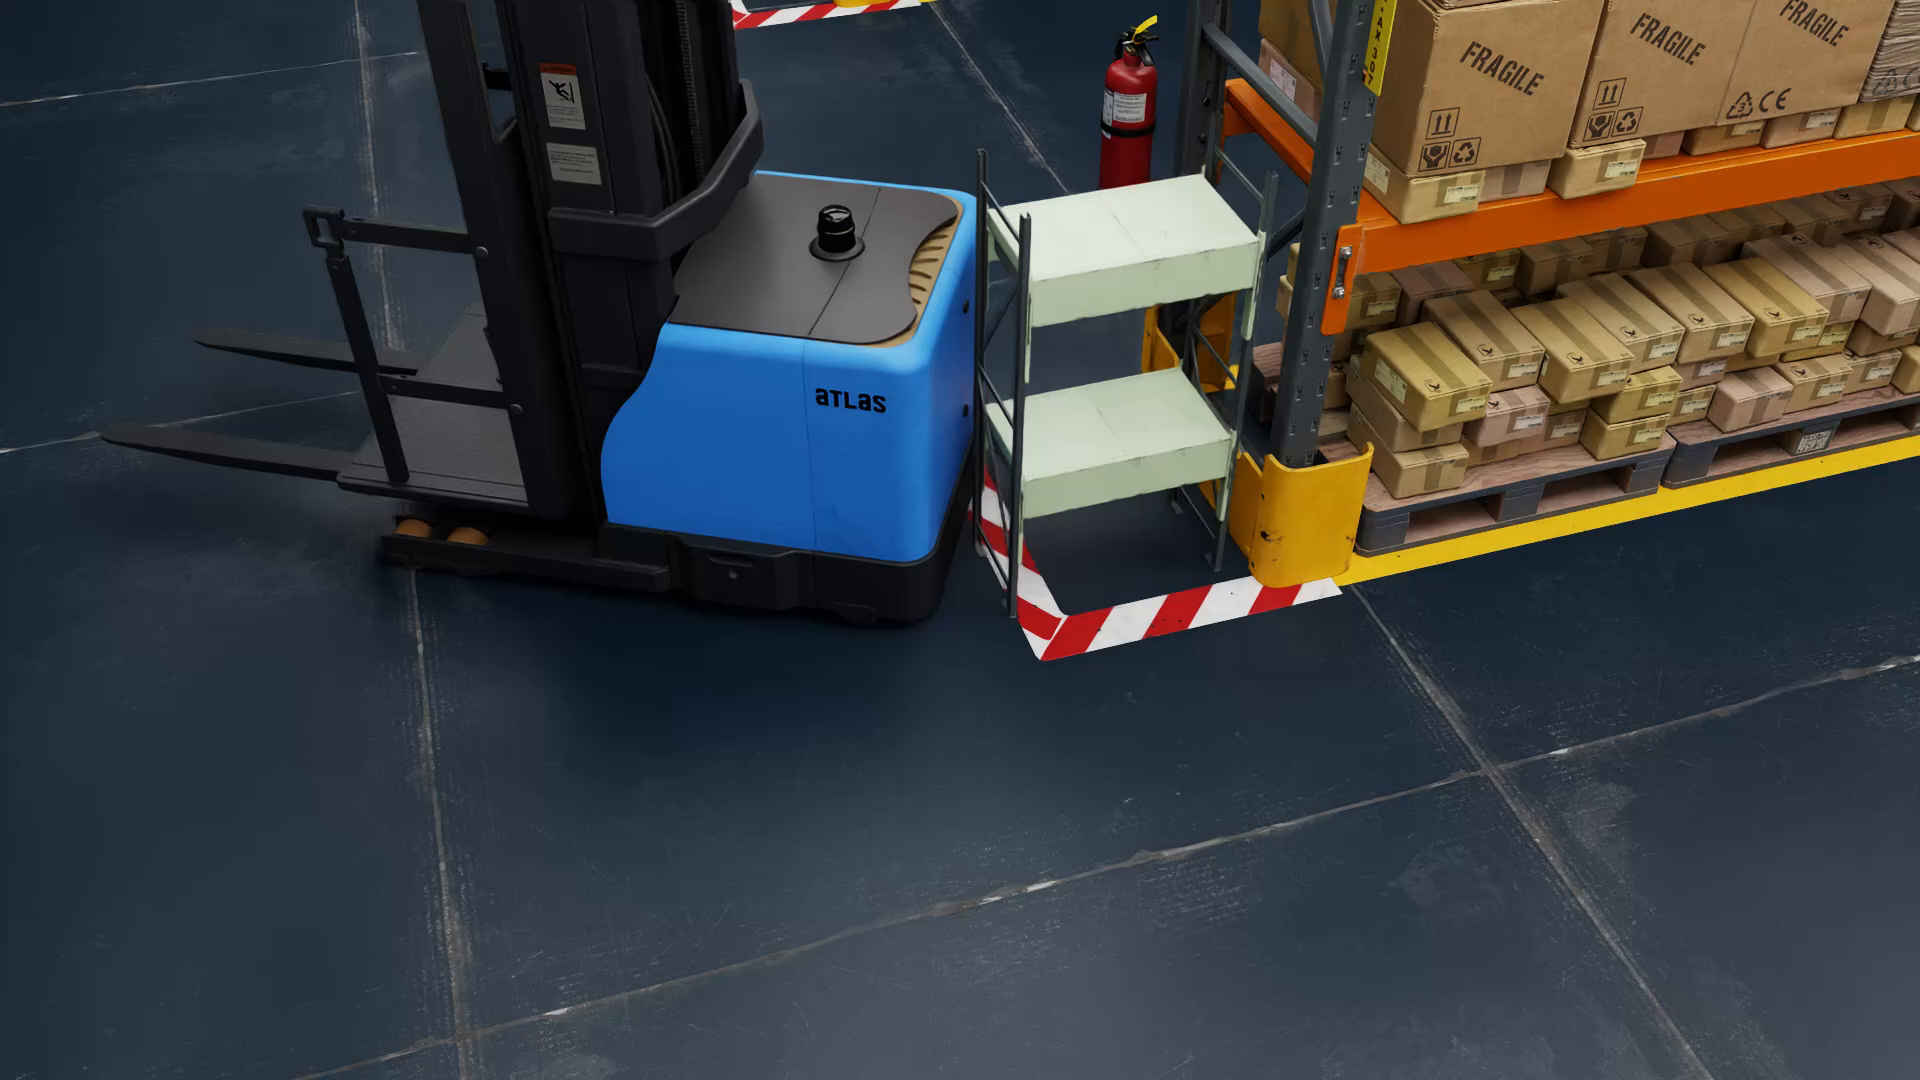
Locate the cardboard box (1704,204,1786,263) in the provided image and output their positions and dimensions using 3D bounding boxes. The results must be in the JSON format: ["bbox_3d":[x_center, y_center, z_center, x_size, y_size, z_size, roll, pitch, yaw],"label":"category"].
[{"bbox_3d":[2.858,-1.211,6.252,0.250,0.149,0.380,-11,42,-13],"label":"cardboard box"}]

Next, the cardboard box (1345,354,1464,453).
[{"bbox_3d":[1.508,-0.482,5.643,0.250,0.149,0.380,-10,42,-11],"label":"cardboard box"}]

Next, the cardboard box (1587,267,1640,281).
[{"bbox_3d":[2.334,-1.037,6.278,0.250,0.149,0.380,-11,42,-12],"label":"cardboard box"}]

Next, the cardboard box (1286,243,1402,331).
[{"bbox_3d":[1.360,-0.915,5.913,0.250,0.149,0.380,-11,42,-13],"label":"cardboard box"}]

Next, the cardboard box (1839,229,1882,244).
[{"bbox_3d":[3.341,-1.191,6.455,0.250,0.149,0.380,-10,42,-11],"label":"cardboard box"}]

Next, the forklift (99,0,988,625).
[{"bbox_3d":[-1.470,-1.291,5.048,3.031,2.867,1.129,8,42,9],"label":"forklift"}]

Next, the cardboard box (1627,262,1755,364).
[{"bbox_3d":[2.518,-0.791,5.771,0.250,0.149,0.380,-10,42,-11],"label":"cardboard box"}]

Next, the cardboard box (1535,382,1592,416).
[{"bbox_3d":[1.993,-0.604,5.783,0.250,0.149,0.380,-11,42,-13],"label":"cardboard box"}]

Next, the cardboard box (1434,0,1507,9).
[{"bbox_3d":[1.439,-1.791,4.458,0.500,0.500,0.500,-12,43,-13],"label":"cardboard box"}]

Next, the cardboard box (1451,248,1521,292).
[{"bbox_3d":[1.826,-1.059,6.078,0.250,0.149,0.380,-13,43,-14],"label":"cardboard box"}]

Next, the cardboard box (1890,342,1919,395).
[{"bbox_3d":[3.488,-0.722,6.144,0.250,0.149,0.380,-12,43,-13],"label":"cardboard box"}]

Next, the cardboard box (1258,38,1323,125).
[{"bbox_3d":[1.158,-1.490,5.366,0.250,0.149,0.380,-12,42,-13],"label":"cardboard box"}]

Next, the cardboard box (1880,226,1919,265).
[{"bbox_3d":[3.517,-0.965,5.970,0.250,0.149,0.380,-14,43,-15],"label":"cardboard box"}]

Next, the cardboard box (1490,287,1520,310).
[{"bbox_3d":[1.844,-0.926,6.152,0.250,0.149,0.380,-13,43,-15],"label":"cardboard box"}]

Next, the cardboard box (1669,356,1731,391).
[{"bbox_3d":[2.495,-0.699,5.892,0.250,0.149,0.380,-14,43,-15],"label":"cardboard box"}]

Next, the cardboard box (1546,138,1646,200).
[{"bbox_3d":[1.842,-1.202,5.037,0.250,0.149,0.380,-13,43,-14],"label":"cardboard box"}]

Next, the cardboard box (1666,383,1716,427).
[{"bbox_3d":[2.479,-0.578,5.980,0.250,0.149,0.380,-12,42,-13],"label":"cardboard box"}]

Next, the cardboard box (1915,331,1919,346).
[{"bbox_3d":[3.531,-0.892,6.113,0.250,0.149,0.380,-11,42,-12],"label":"cardboard box"}]

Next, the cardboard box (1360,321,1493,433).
[{"bbox_3d":[1.533,-0.542,5.485,0.250,0.149,0.380,-14,43,-15],"label":"cardboard box"}]

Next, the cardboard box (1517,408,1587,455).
[{"bbox_3d":[1.987,-0.486,5.874,0.250,0.149,0.380,-11,42,-13],"label":"cardboard box"}]

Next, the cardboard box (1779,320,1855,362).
[{"bbox_3d":[3.002,-0.826,6.037,0.250,0.149,0.380,-10,42,-11],"label":"cardboard box"}]

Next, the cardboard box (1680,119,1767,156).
[{"bbox_3d":[2.314,-1.378,5.238,0.250,0.149,0.380,-12,43,-13],"label":"cardboard box"}]

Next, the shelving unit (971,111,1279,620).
[{"bbox_3d":[0.464,-0.503,5.181,0.755,1.500,0.431,-12,43,-14],"label":"shelving unit"}]

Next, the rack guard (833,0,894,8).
[{"bbox_3d":[-0.675,-3.483,9.357,0.348,0.500,1.175,-12,42,-13],"label":"rack guard"}]

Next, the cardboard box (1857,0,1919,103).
[{"bbox_3d":[2.901,-1.723,5.140,0.500,0.500,0.500,-13,43,-14],"label":"cardboard box"}]

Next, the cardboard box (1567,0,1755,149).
[{"bbox_3d":[1.945,-1.529,4.919,0.500,0.500,0.500,-12,42,-13],"label":"cardboard box"}]

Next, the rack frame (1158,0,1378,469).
[{"bbox_3d":[0.931,-1.343,5.007,0.127,3.000,1.000,-12,42,-13],"label":"rack frame"}]

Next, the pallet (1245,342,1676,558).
[{"bbox_3d":[1.789,-0.446,6.100,1.213,0.211,1.003,-12,42,-13],"label":"pallet"}]

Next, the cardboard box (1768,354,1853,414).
[{"bbox_3d":[2.999,-0.644,6.055,0.250,0.149,0.380,-12,42,-13],"label":"cardboard box"}]

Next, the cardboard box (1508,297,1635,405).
[{"bbox_3d":[2.039,-0.641,5.599,0.250,0.149,0.380,-12,43,-13],"label":"cardboard box"}]

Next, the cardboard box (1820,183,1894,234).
[{"bbox_3d":[3.340,-1.341,6.400,0.250,0.149,0.380,-11,42,-12],"label":"cardboard box"}]

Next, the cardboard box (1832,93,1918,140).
[{"bbox_3d":[2.811,-1.447,5.317,0.250,0.149,0.380,-10,42,-12],"label":"cardboard box"}]

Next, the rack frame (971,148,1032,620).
[{"bbox_3d":[0.117,-0.428,5.094,0.023,1.500,0.400,-12,43,-14],"label":"rack frame"}]

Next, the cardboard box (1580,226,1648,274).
[{"bbox_3d":[2.332,-1.159,6.192,0.250,0.149,0.380,-10,42,-11],"label":"cardboard box"}]

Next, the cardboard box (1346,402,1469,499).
[{"bbox_3d":[1.527,-0.330,5.695,0.250,0.149,0.380,-11,42,-12],"label":"cardboard box"}]

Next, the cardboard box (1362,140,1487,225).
[{"bbox_3d":[1.339,-1.106,4.927,0.250,0.149,0.380,-12,43,-13],"label":"cardboard box"}]

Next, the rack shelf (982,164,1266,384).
[{"bbox_3d":[0.466,-0.794,4.921,0.720,0.370,0.431,-12,43,-14],"label":"rack shelf"}]

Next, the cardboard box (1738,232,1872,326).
[{"bbox_3d":[2.994,-0.924,5.923,0.250,0.149,0.380,-12,42,-13],"label":"cardboard box"}]
